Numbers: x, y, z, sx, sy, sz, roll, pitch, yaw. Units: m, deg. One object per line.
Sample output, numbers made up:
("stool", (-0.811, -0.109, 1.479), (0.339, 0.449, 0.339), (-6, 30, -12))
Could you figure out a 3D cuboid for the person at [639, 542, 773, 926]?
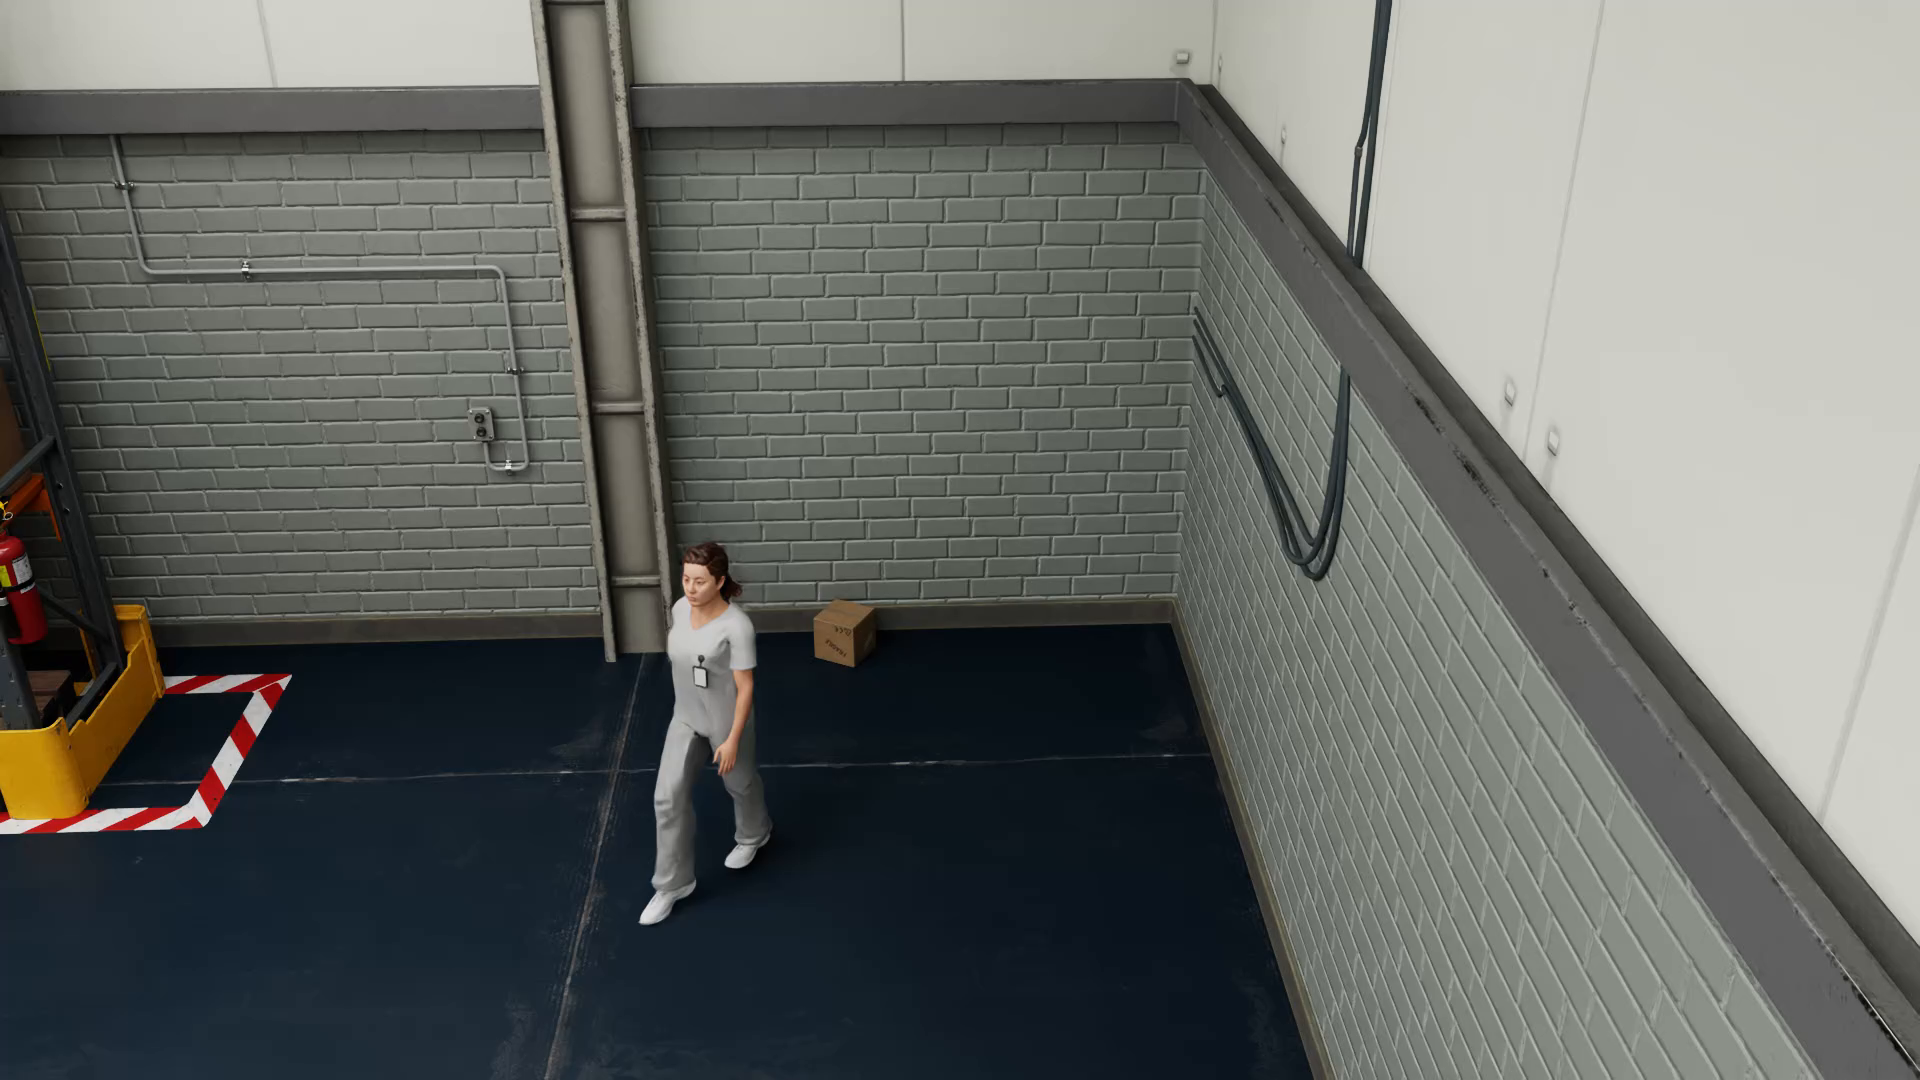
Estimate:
("person", (-1.083, 0.821, 7.075), (0.478, 1.698, 0.749), (14, 31, 25))
